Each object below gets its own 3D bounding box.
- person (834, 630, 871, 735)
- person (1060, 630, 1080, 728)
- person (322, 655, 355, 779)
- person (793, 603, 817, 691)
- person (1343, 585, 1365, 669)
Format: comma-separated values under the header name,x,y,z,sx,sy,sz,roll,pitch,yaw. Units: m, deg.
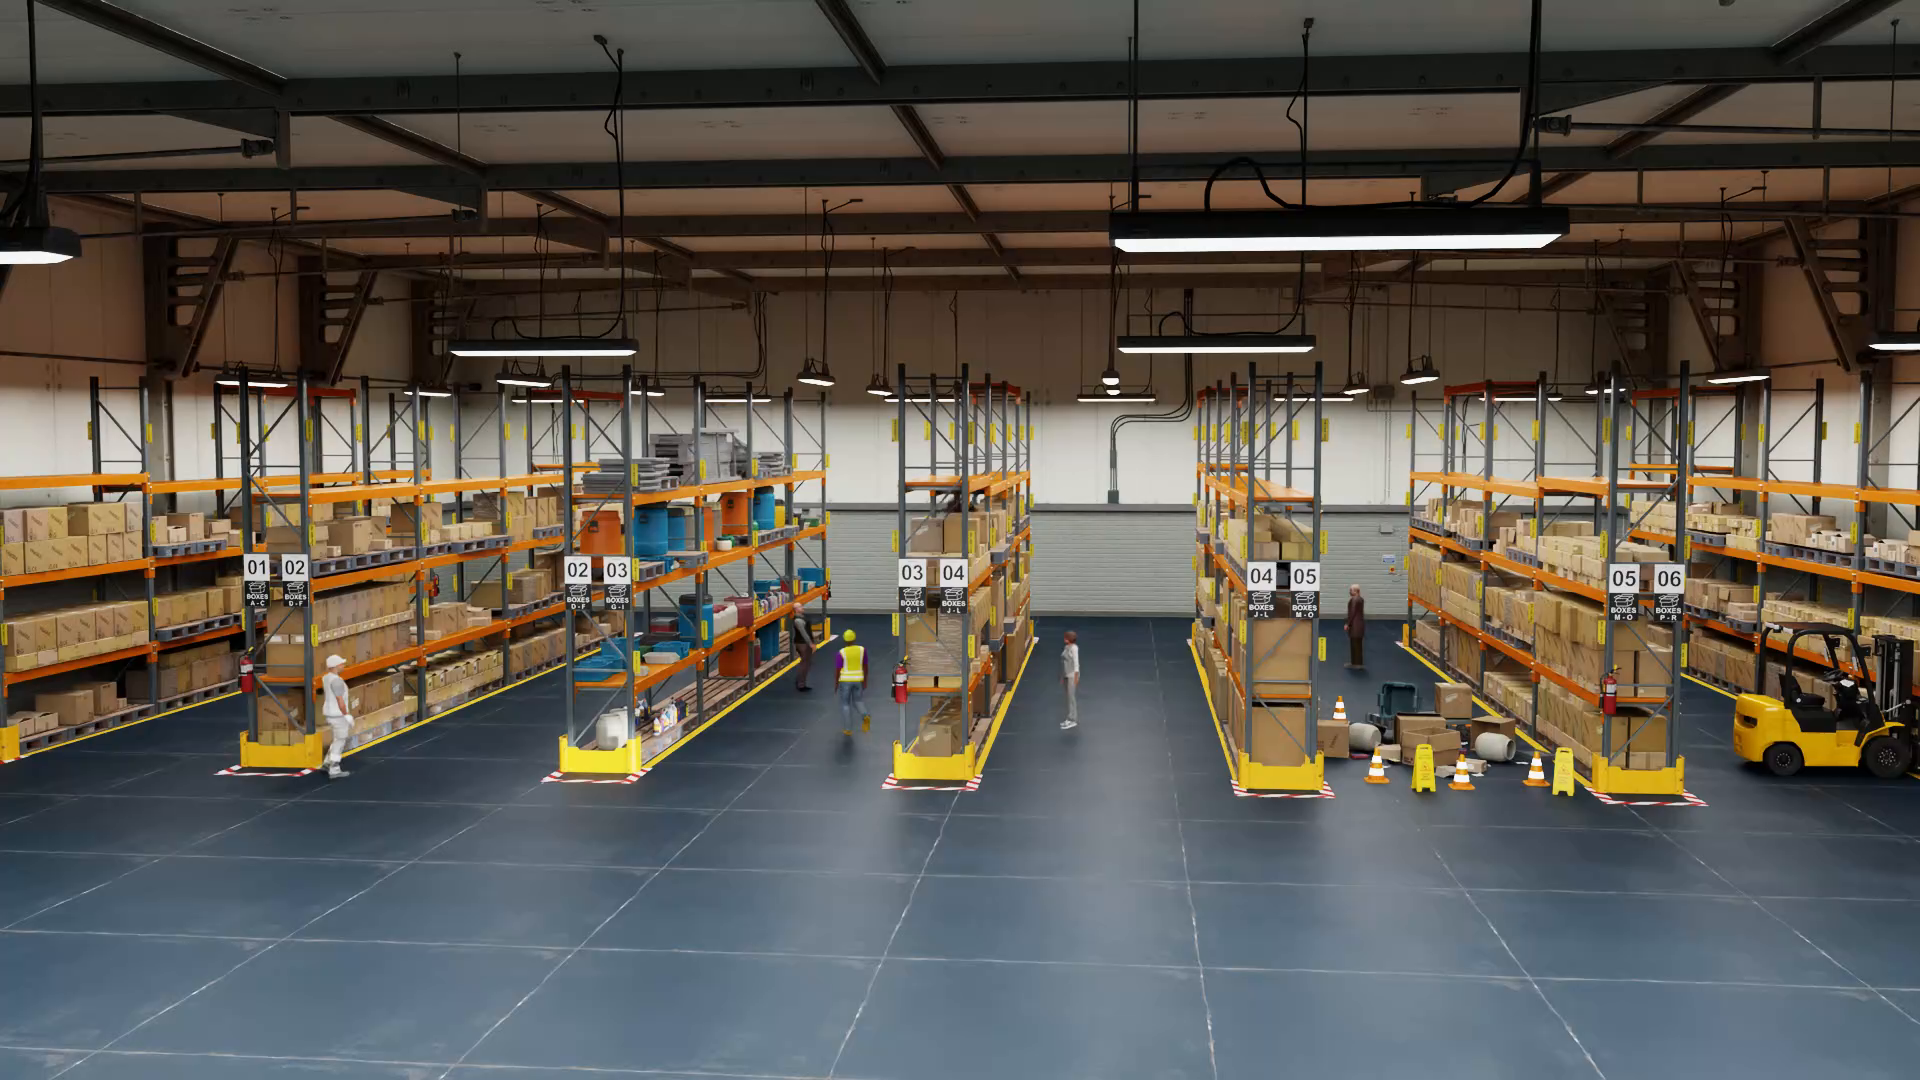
name,x,y,z,sx,sy,sz,roll,pitch,yaw
person,-1.762,2.346,27.425,0.594,1.747,0.613,-2,4,-33
person,1.821,2.324,27.873,0.395,1.609,0.511,-1,4,-14
person,-8.992,2.551,24.079,0.568,1.800,0.438,4,5,44
person,-3.003,2.079,32.249,0.513,1.732,0.617,-2,4,-31
person,8.398,1.841,35.362,0.400,1.790,0.598,2,4,31
